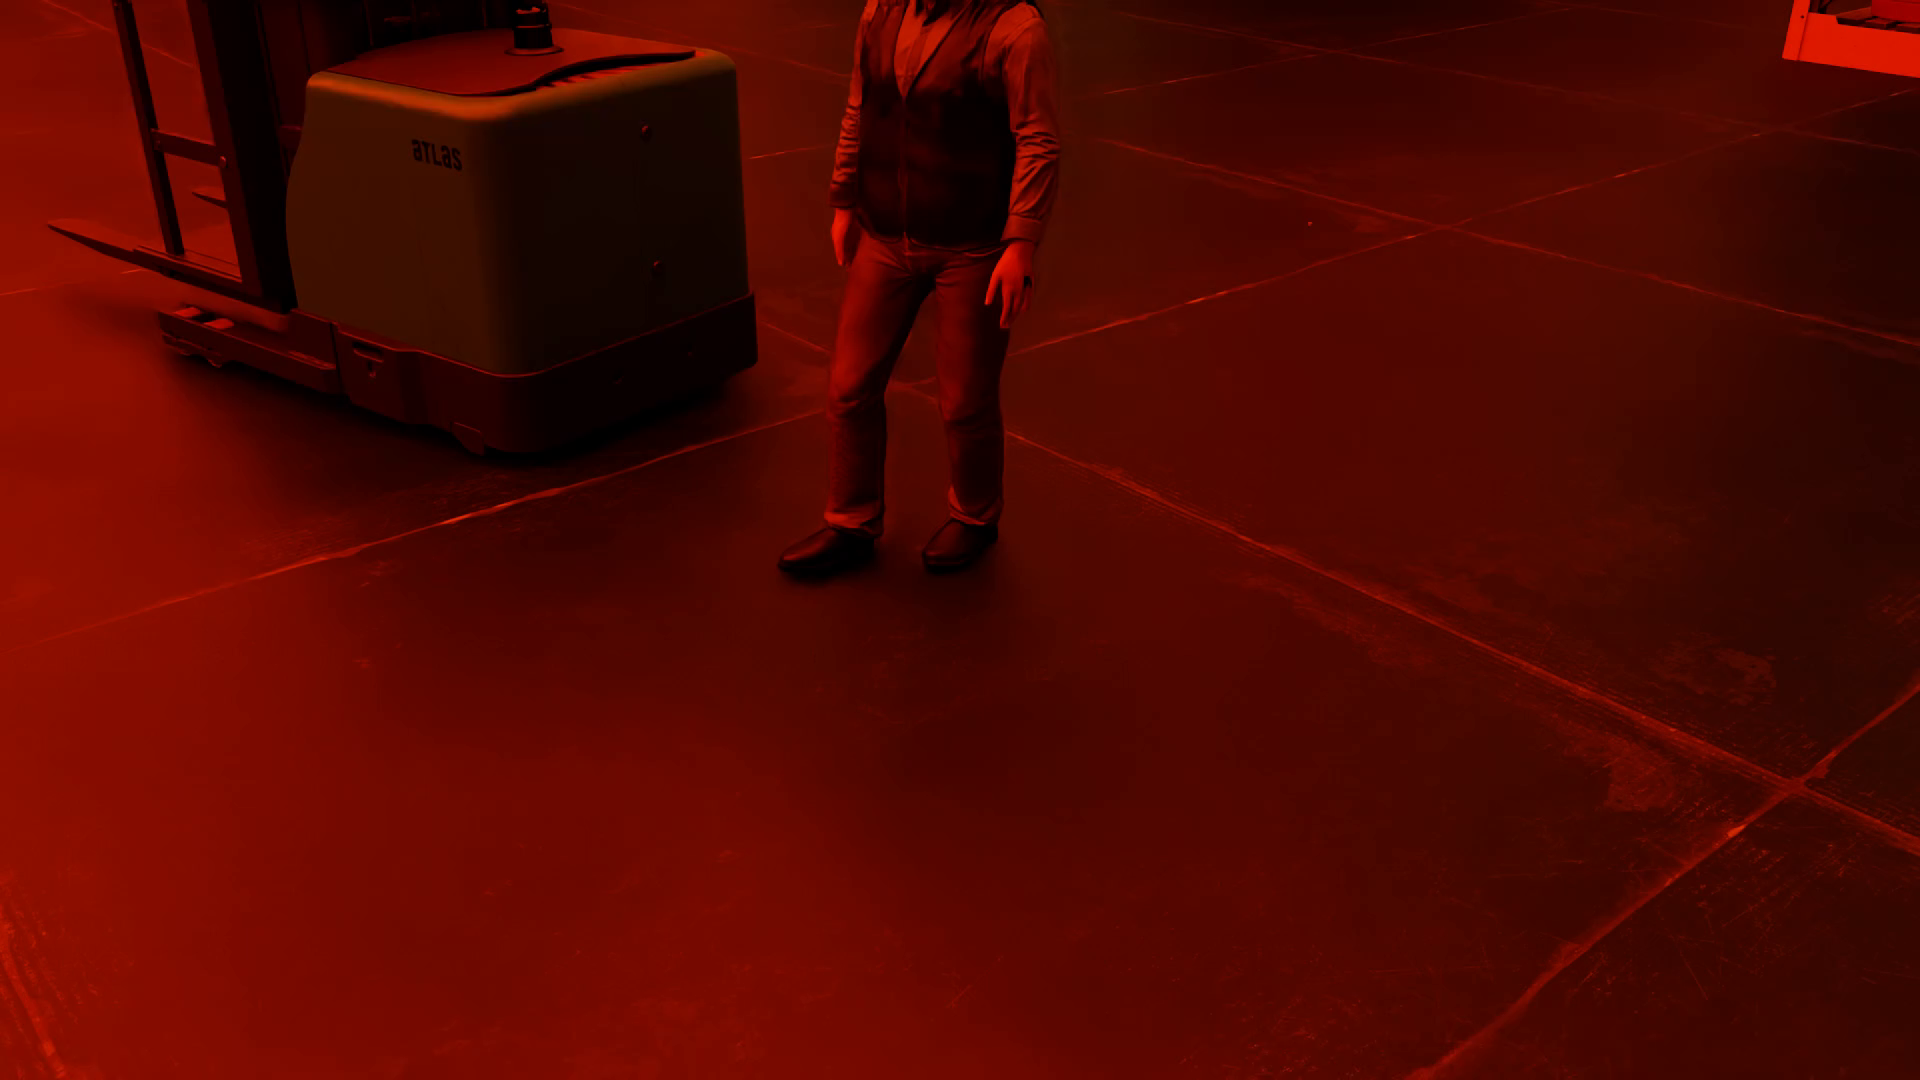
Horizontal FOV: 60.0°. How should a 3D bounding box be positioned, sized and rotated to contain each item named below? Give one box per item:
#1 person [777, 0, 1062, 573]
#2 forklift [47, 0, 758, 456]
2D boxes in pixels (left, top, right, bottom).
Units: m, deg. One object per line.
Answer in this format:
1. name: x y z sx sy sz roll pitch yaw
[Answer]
1. person: -0.086 -0.694 3.997 0.667 1.710 0.559 14 30 26
2. forklift: -2.158 -2.071 5.377 3.031 2.935 1.130 18 32 32
